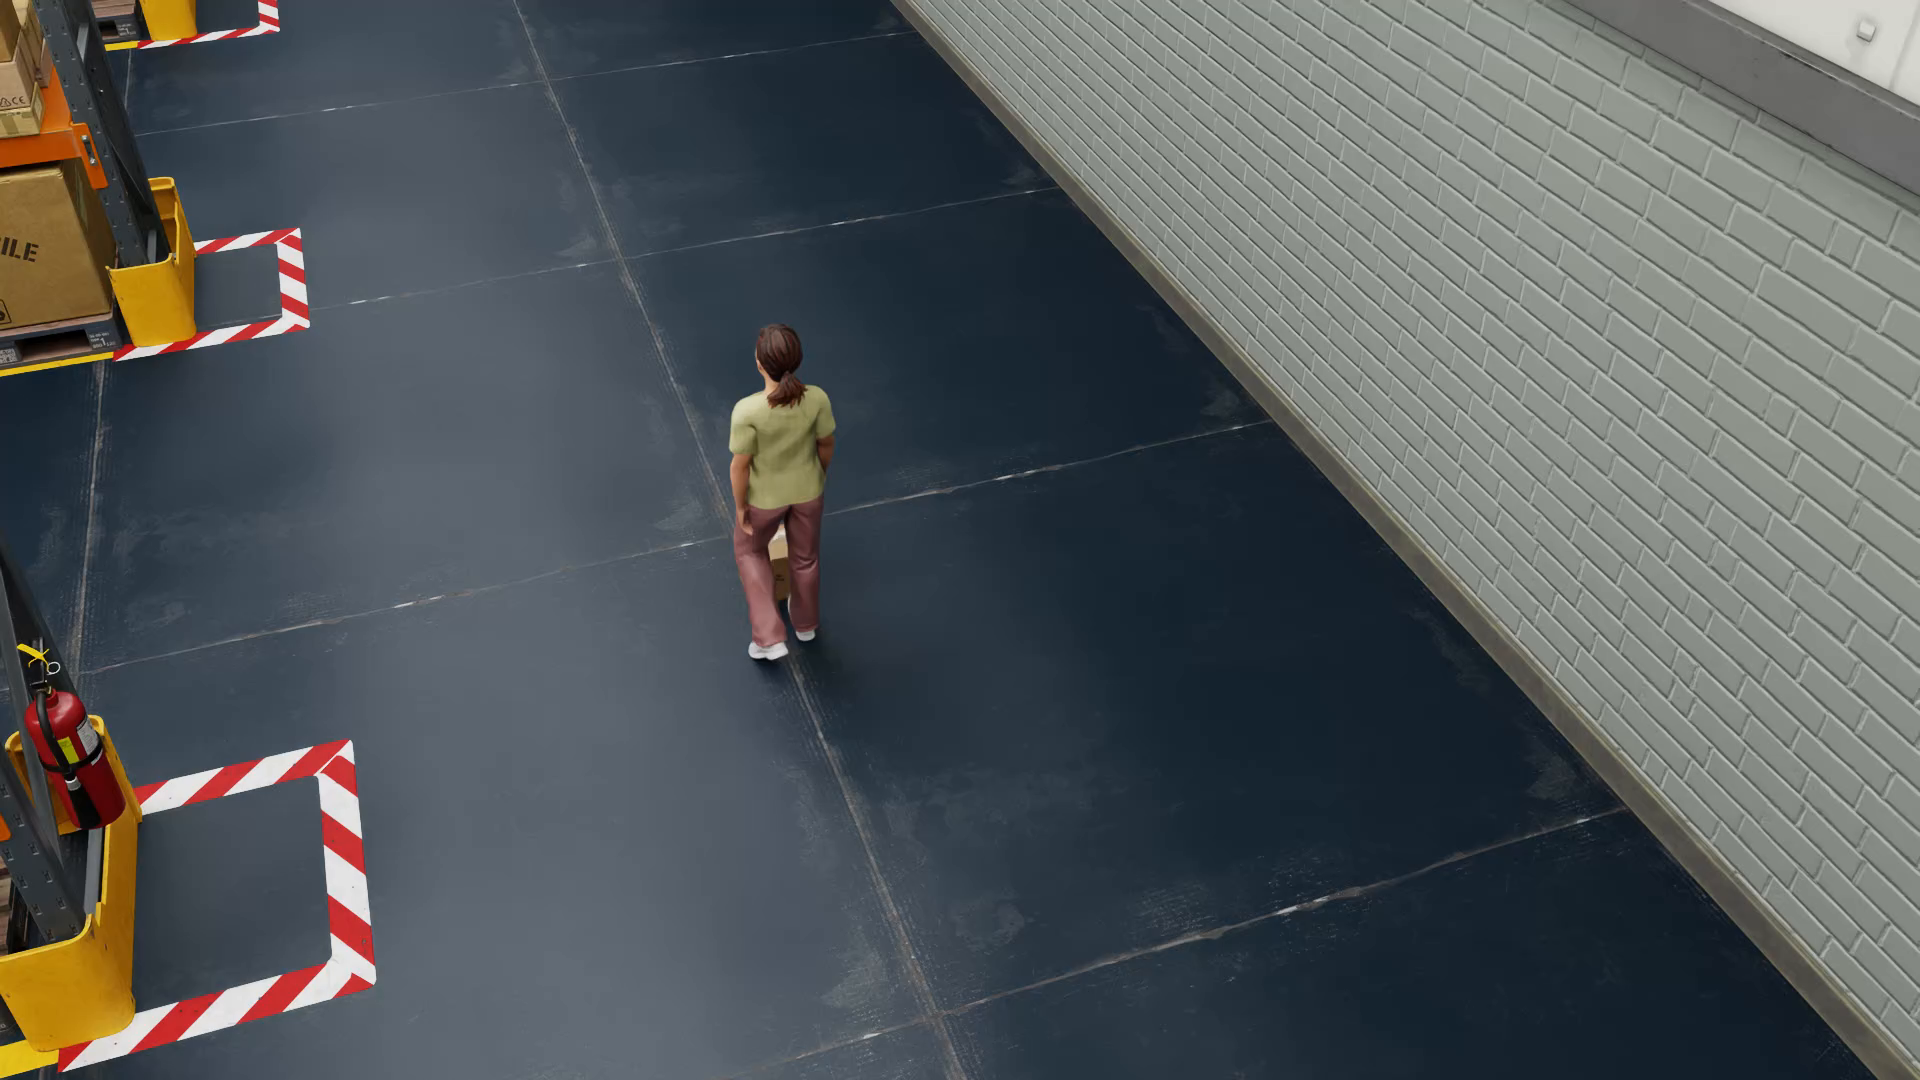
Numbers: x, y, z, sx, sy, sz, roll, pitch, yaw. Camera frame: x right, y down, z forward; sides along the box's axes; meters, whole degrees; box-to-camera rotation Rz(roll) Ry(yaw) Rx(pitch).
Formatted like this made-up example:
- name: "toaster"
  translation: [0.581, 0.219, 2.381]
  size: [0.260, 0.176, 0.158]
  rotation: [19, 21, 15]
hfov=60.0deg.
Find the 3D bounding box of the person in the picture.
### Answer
- name: "person"
  translation: [-0.756, -0.202, 7.047]
  size: [0.462, 1.695, 0.514]
  rotation: [-12, 39, -15]
